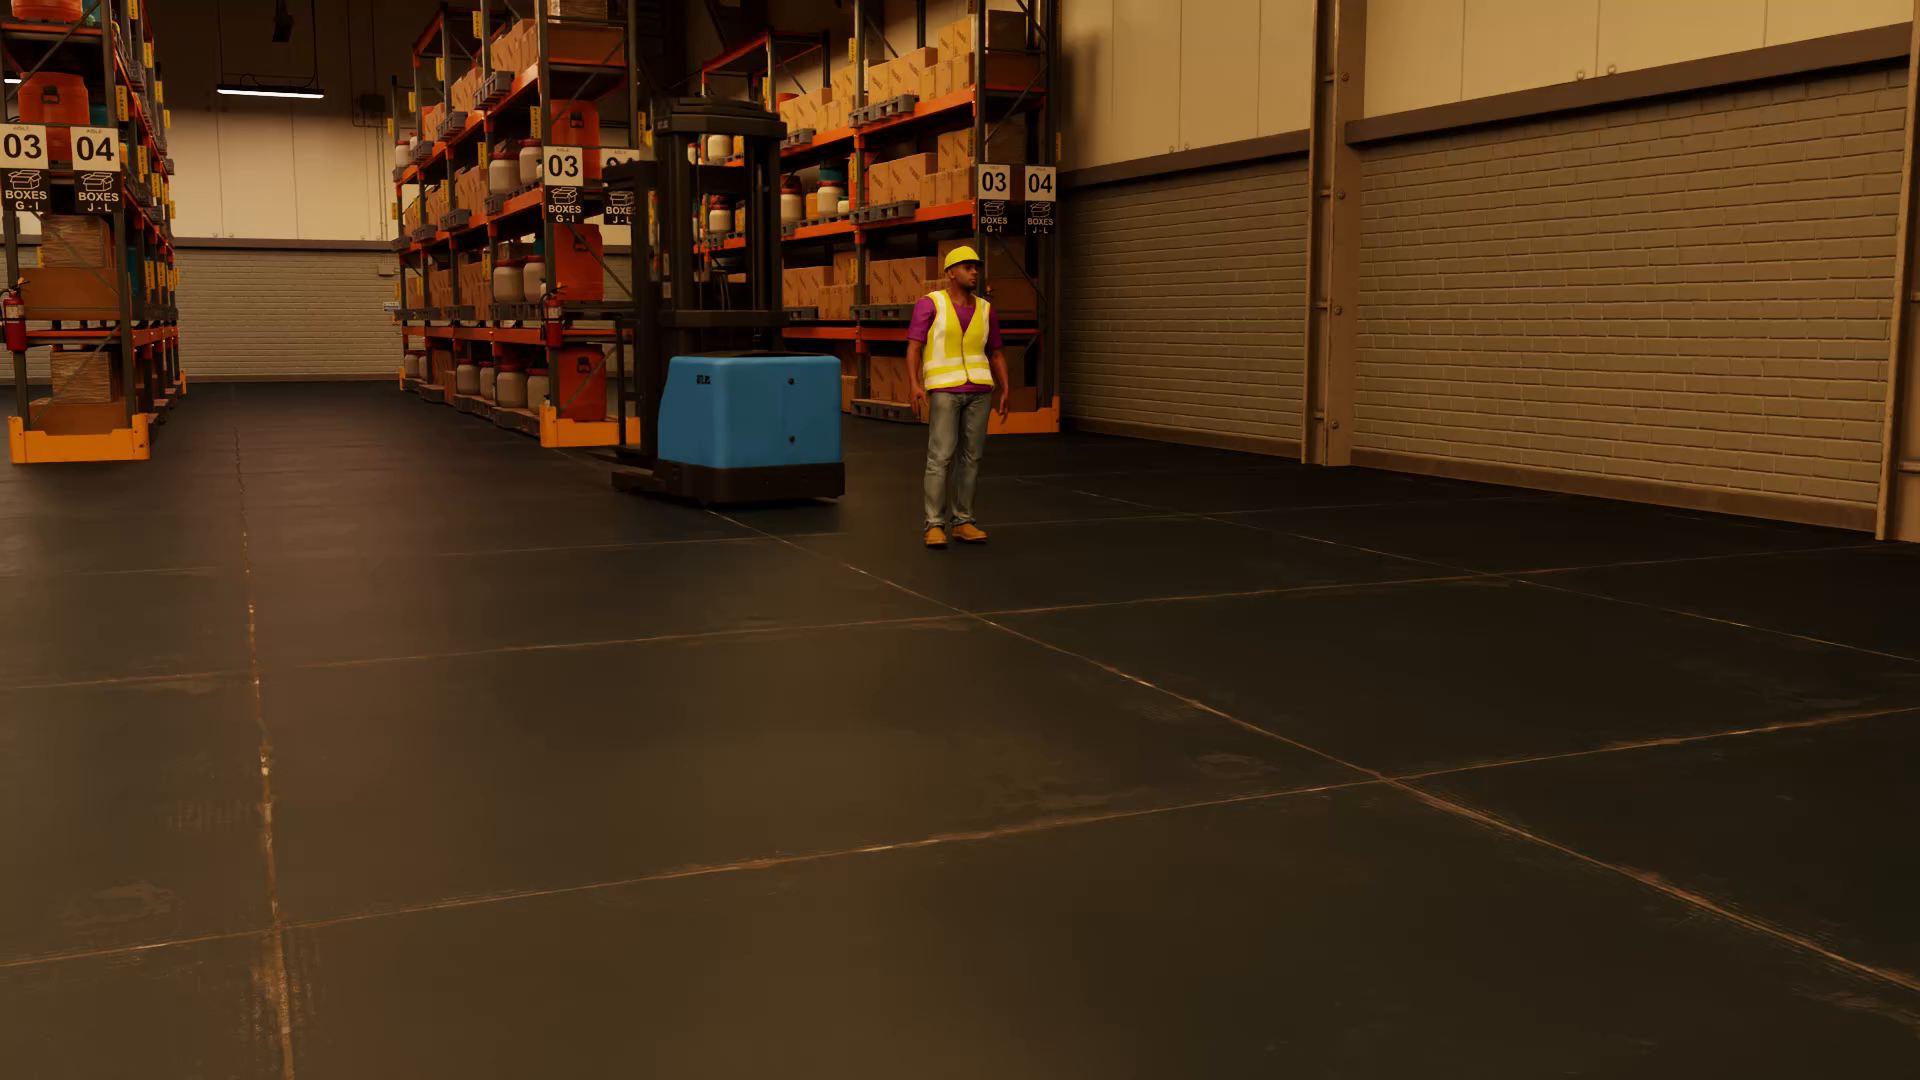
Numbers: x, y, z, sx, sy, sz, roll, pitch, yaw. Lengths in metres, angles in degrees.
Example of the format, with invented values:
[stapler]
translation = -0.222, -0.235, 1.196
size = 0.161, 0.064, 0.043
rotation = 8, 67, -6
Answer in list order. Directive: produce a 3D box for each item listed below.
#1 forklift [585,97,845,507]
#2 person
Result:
[forklift]
translation = -2.071, -1.837, 12.873
size = 1.130, 2.935, 3.031
rotation = -5, 9, -33
[person]
translation = 0.022, -0.874, 9.972
size = 0.665, 1.765, 0.577
rotation = -3, 8, -23
